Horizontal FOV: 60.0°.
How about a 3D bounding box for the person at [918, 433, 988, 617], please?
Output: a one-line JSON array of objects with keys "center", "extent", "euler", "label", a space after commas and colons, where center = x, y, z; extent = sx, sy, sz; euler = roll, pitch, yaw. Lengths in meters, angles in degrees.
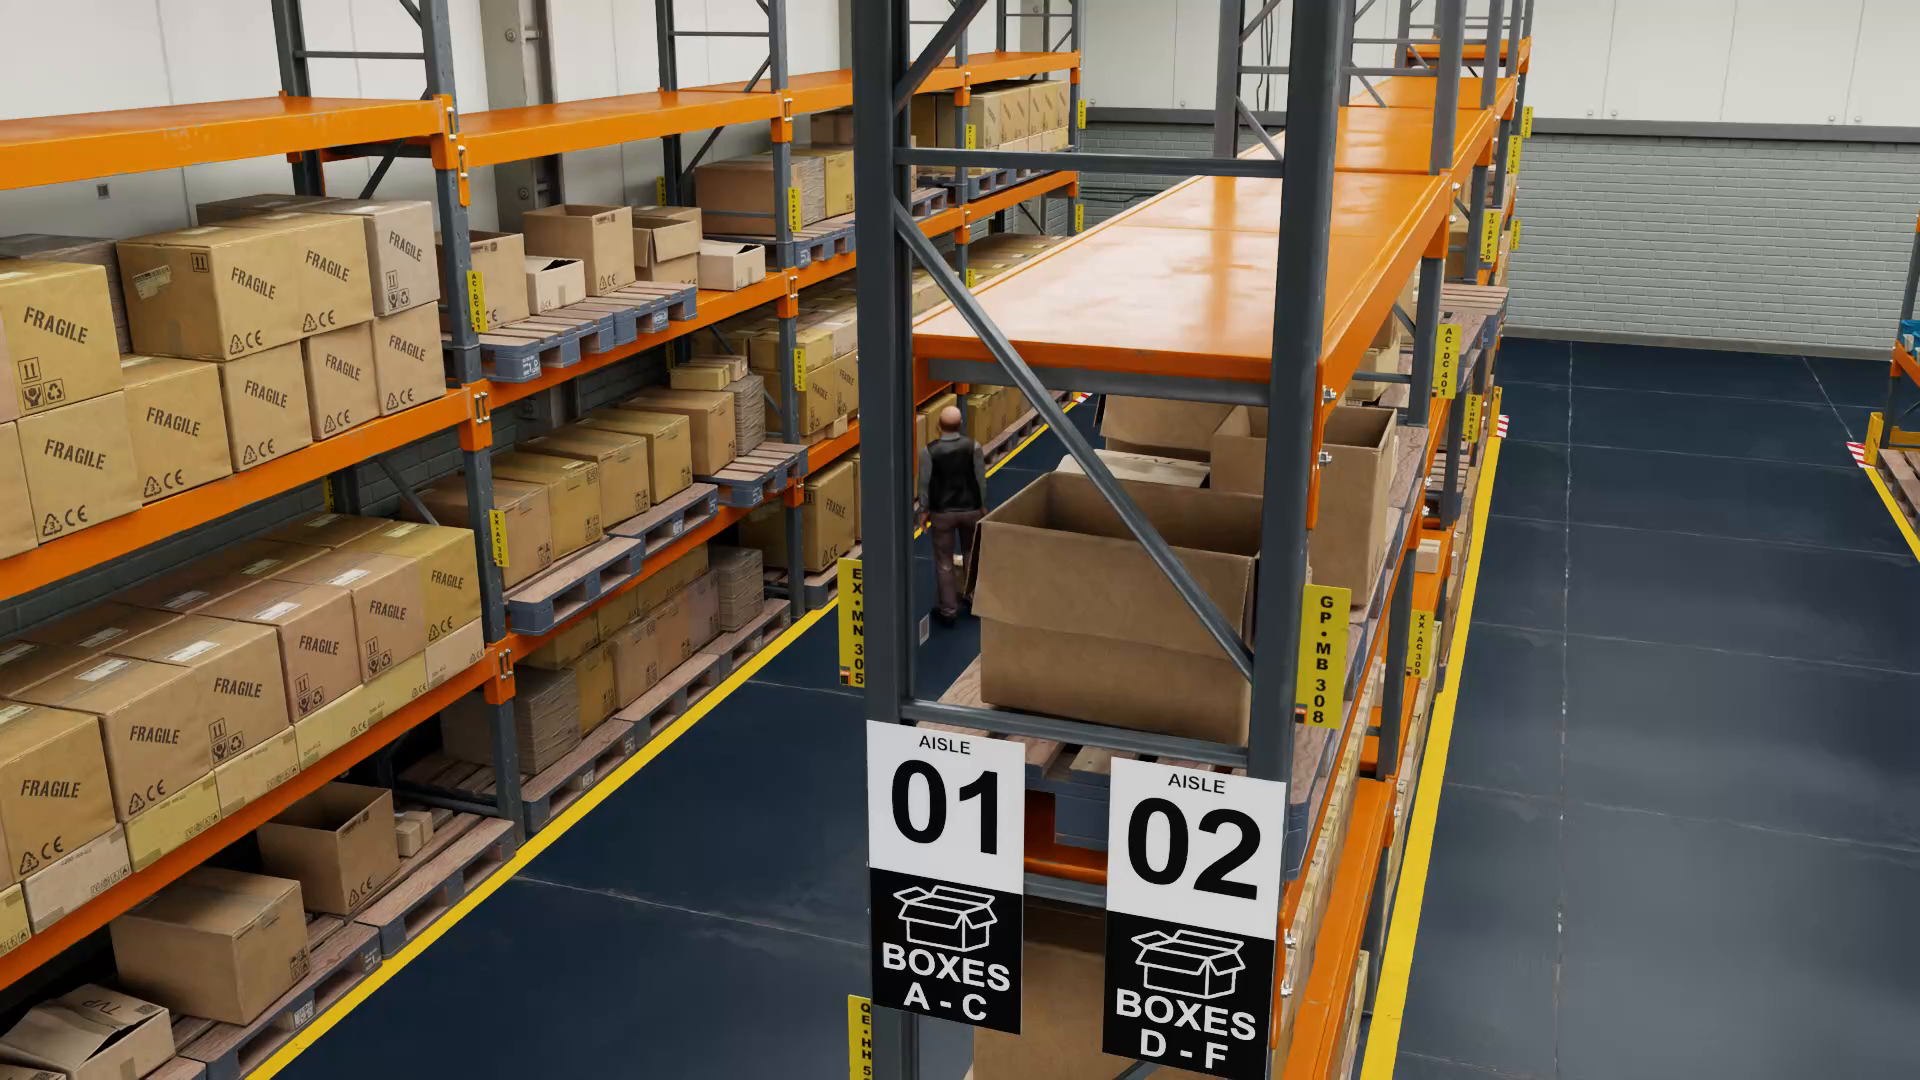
[{"center": [-0.056, -0.150, 13.193], "extent": [0.559, 1.458, 0.488], "euler": [-3, 19, -10], "label": "person"}]
